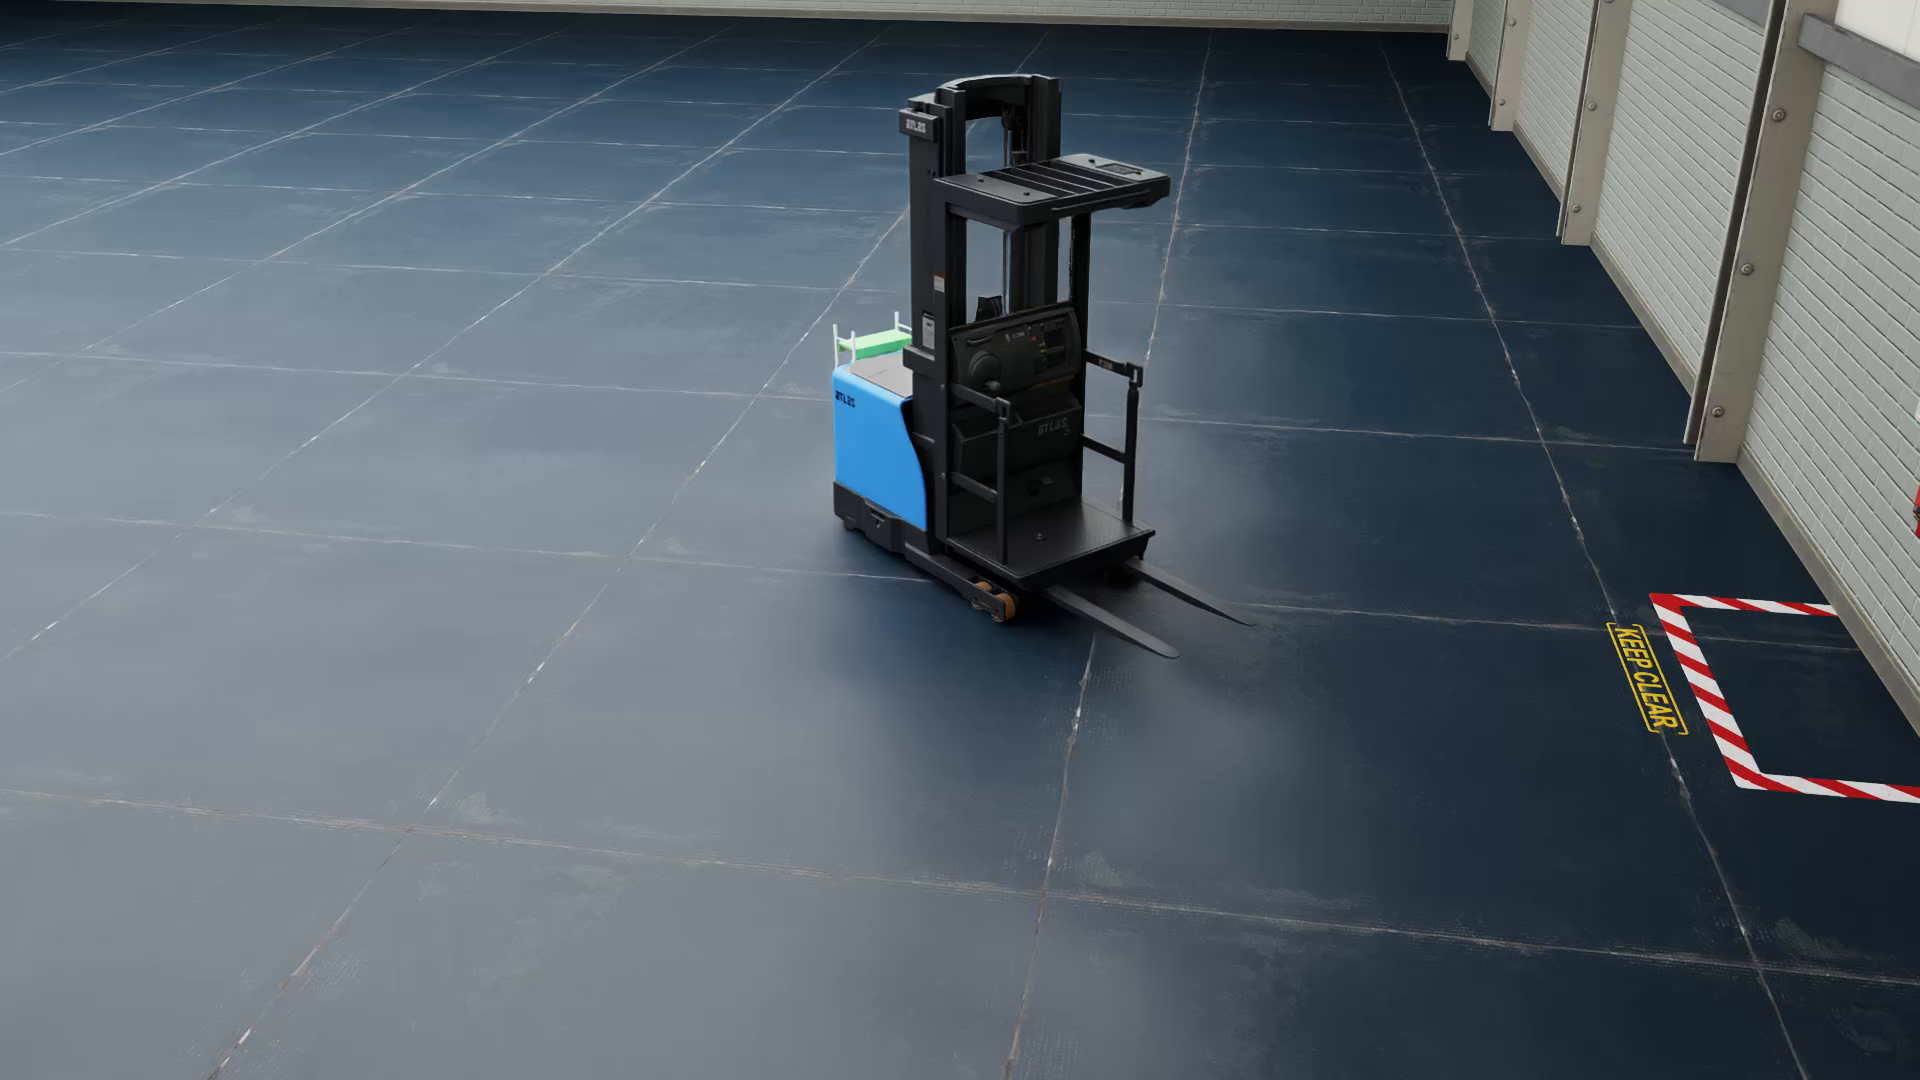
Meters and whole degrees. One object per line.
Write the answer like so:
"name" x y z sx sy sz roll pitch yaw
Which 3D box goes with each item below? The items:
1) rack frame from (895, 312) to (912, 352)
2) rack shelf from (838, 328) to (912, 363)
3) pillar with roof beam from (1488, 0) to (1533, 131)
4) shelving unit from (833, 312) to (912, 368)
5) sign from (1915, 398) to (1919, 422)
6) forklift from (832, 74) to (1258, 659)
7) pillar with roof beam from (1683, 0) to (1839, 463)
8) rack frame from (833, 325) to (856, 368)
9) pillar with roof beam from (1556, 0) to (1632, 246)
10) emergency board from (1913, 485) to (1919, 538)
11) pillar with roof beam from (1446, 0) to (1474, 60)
"rack frame" -0.343 -0.950 11.347 0.015 1.200 0.240 -17 27 -32
"rack shelf" -0.554 -1.274 11.059 0.480 0.148 0.258 -17 27 -32
"pillar with roof beam" 3.193 -10.035 21.573 9.100 9.000 0.400 4 25 9
"shelving unit" -0.540 -0.889 11.217 0.503 1.200 0.258 -17 27 -32
"sign" 5.132 -0.762 8.798 0.001 0.329 0.234 4 25 9
"forklift" 0.469 -1.086 9.612 1.130 2.935 3.031 -18 31 -34
"pillar with roof beam" 1.232 -5.016 10.851 9.100 9.000 0.400 4 25 9
"rack frame" -0.737 -0.828 11.087 0.015 1.200 0.240 -17 27 -32
"pillar with roof beam" 2.212 -7.525 16.212 9.100 9.000 0.400 4 25 9
"emergency board" 4.940 -0.522 8.327 0.194 1.169 0.643 4 25 9
"pillar with roof beam" 4.173 -12.544 26.934 9.100 9.000 0.400 4 25 9
